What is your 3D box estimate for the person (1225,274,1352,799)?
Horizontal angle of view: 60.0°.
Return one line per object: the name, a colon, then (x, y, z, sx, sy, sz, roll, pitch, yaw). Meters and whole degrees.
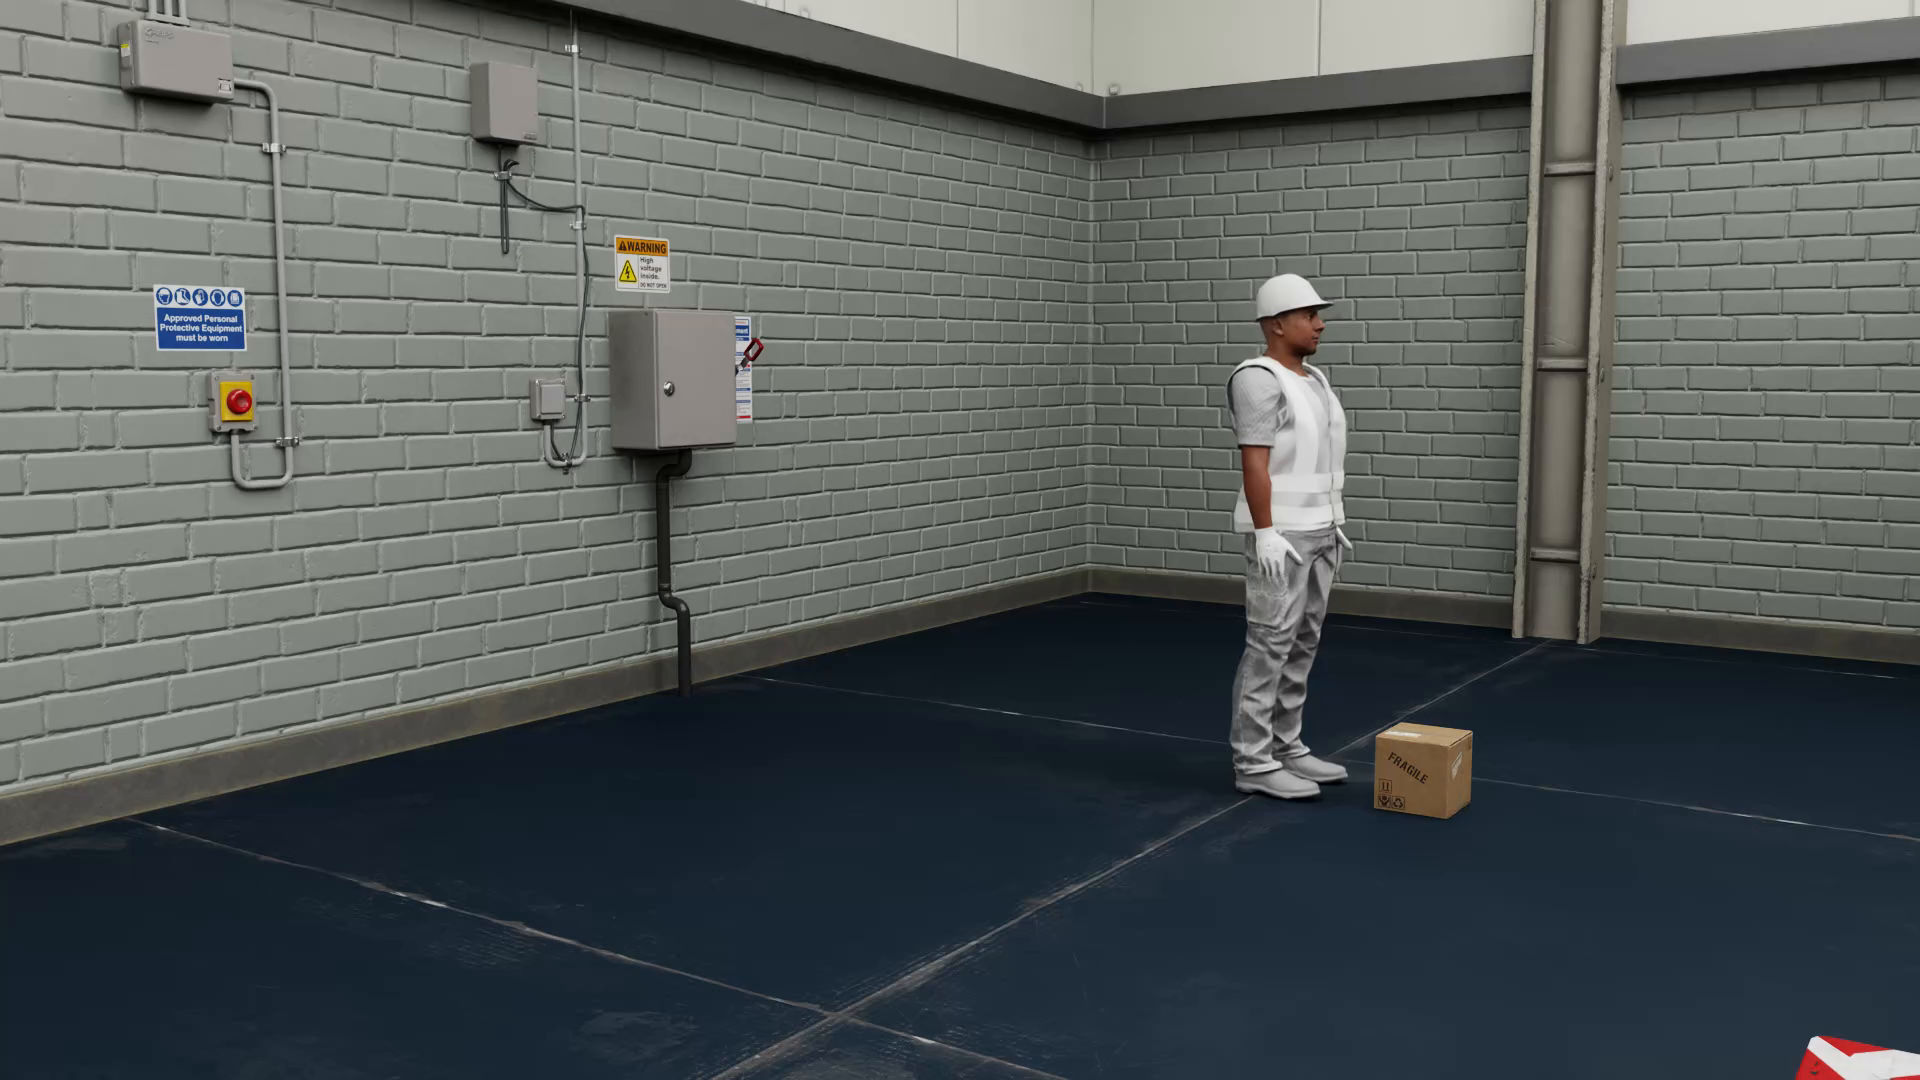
person: (1.155, -0.023, 5.790, 0.369, 1.787, 0.547, 4, 8, 35)
